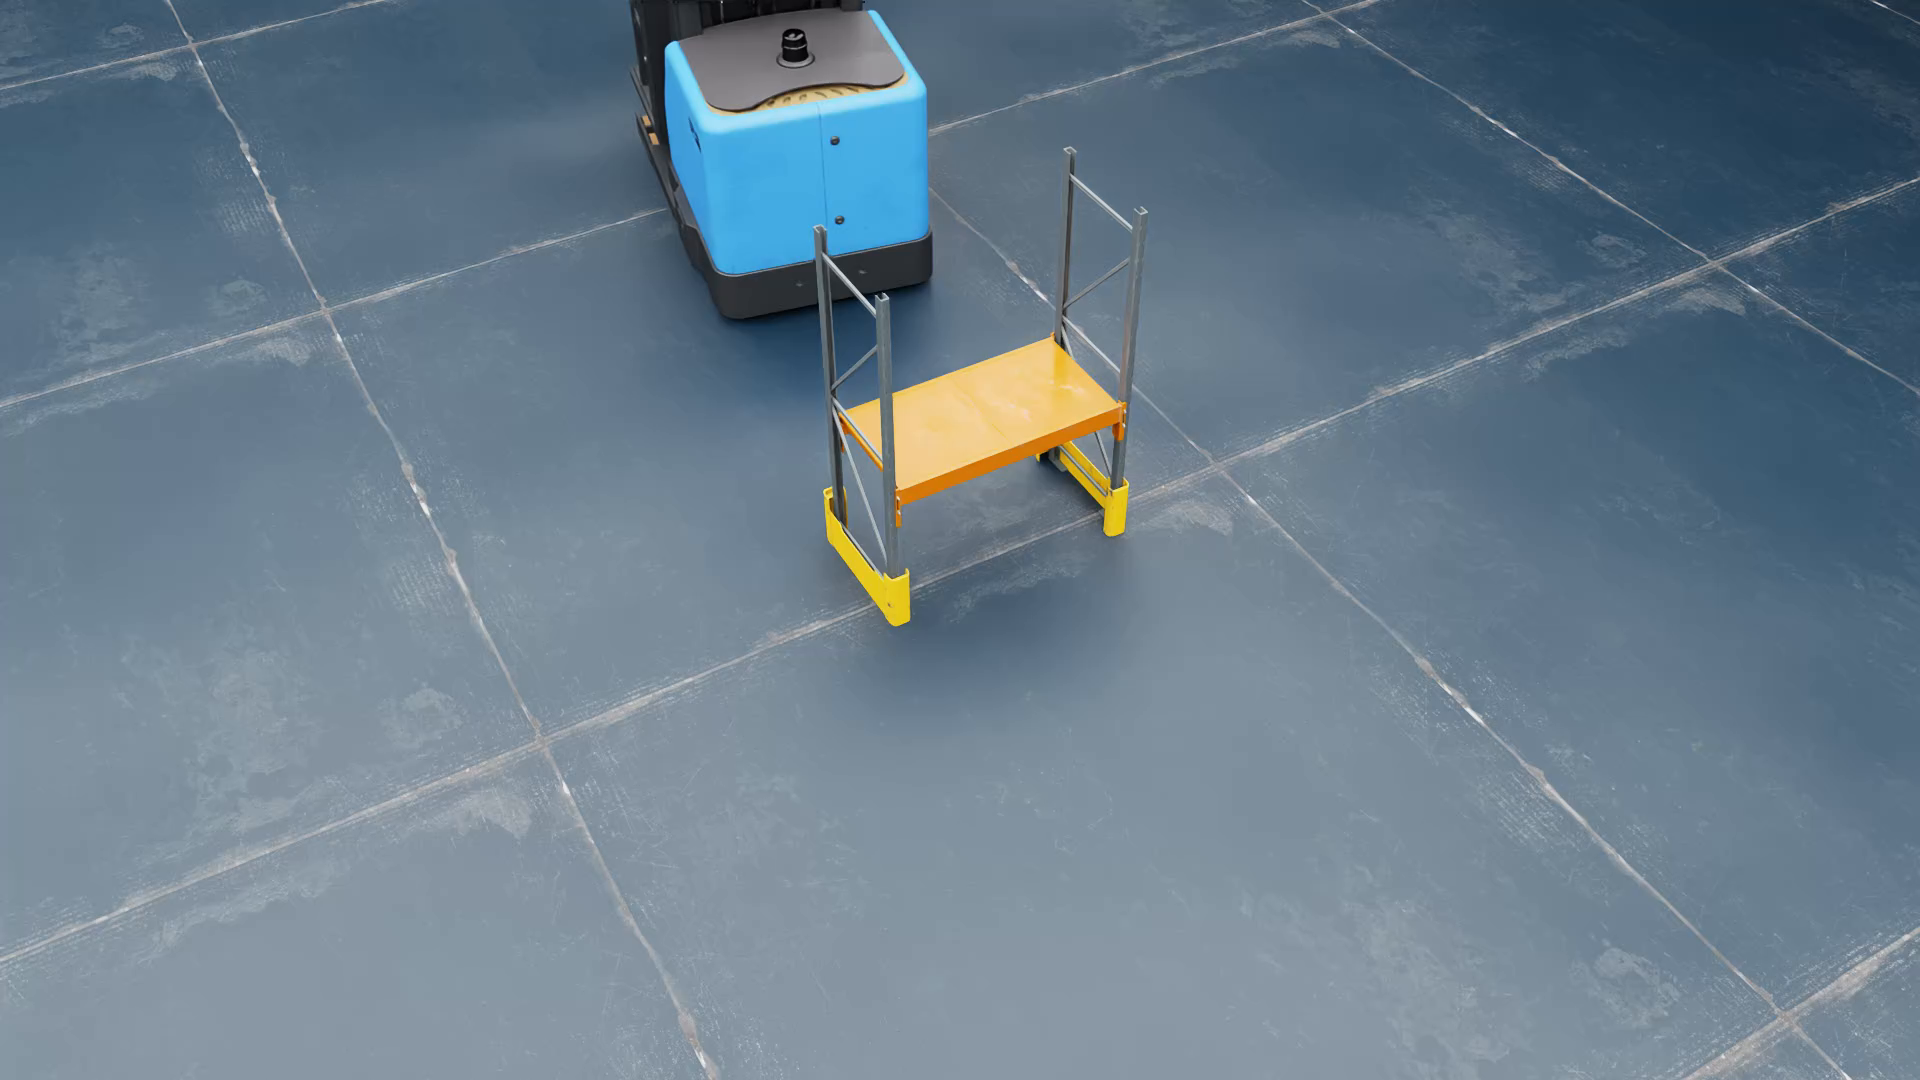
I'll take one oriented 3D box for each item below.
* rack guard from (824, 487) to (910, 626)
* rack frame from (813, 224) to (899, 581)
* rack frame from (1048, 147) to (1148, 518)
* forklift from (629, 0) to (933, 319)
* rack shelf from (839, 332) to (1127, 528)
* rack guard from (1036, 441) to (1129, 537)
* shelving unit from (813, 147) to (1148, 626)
[{"bbox_3d":[-0.366,0.057,6.512,0.087,0.250,0.587,-22,48,-21],"label":"rack guard"},{"bbox_3d":[-0.367,-0.391,6.076,0.032,1.500,0.500,-22,48,-21],"label":"rack frame"},{"bbox_3d":[0.515,-0.744,6.440,0.032,1.500,0.500,-22,48,-21],"label":"rack frame"},{"bbox_3d":[-1.091,-3.120,7.860,1.130,2.935,3.031,-14,46,-14],"label":"forklift"},{"bbox_3d":[0.074,-0.439,6.383,1.000,0.185,0.538,-22,48,-21],"label":"rack shelf"},{"bbox_3d":[0.498,-0.289,6.868,0.087,0.250,0.587,-22,48,-21],"label":"rack guard"},{"bbox_3d":[0.066,-0.565,6.255,1.083,1.500,0.587,-22,48,-21],"label":"shelving unit"}]
